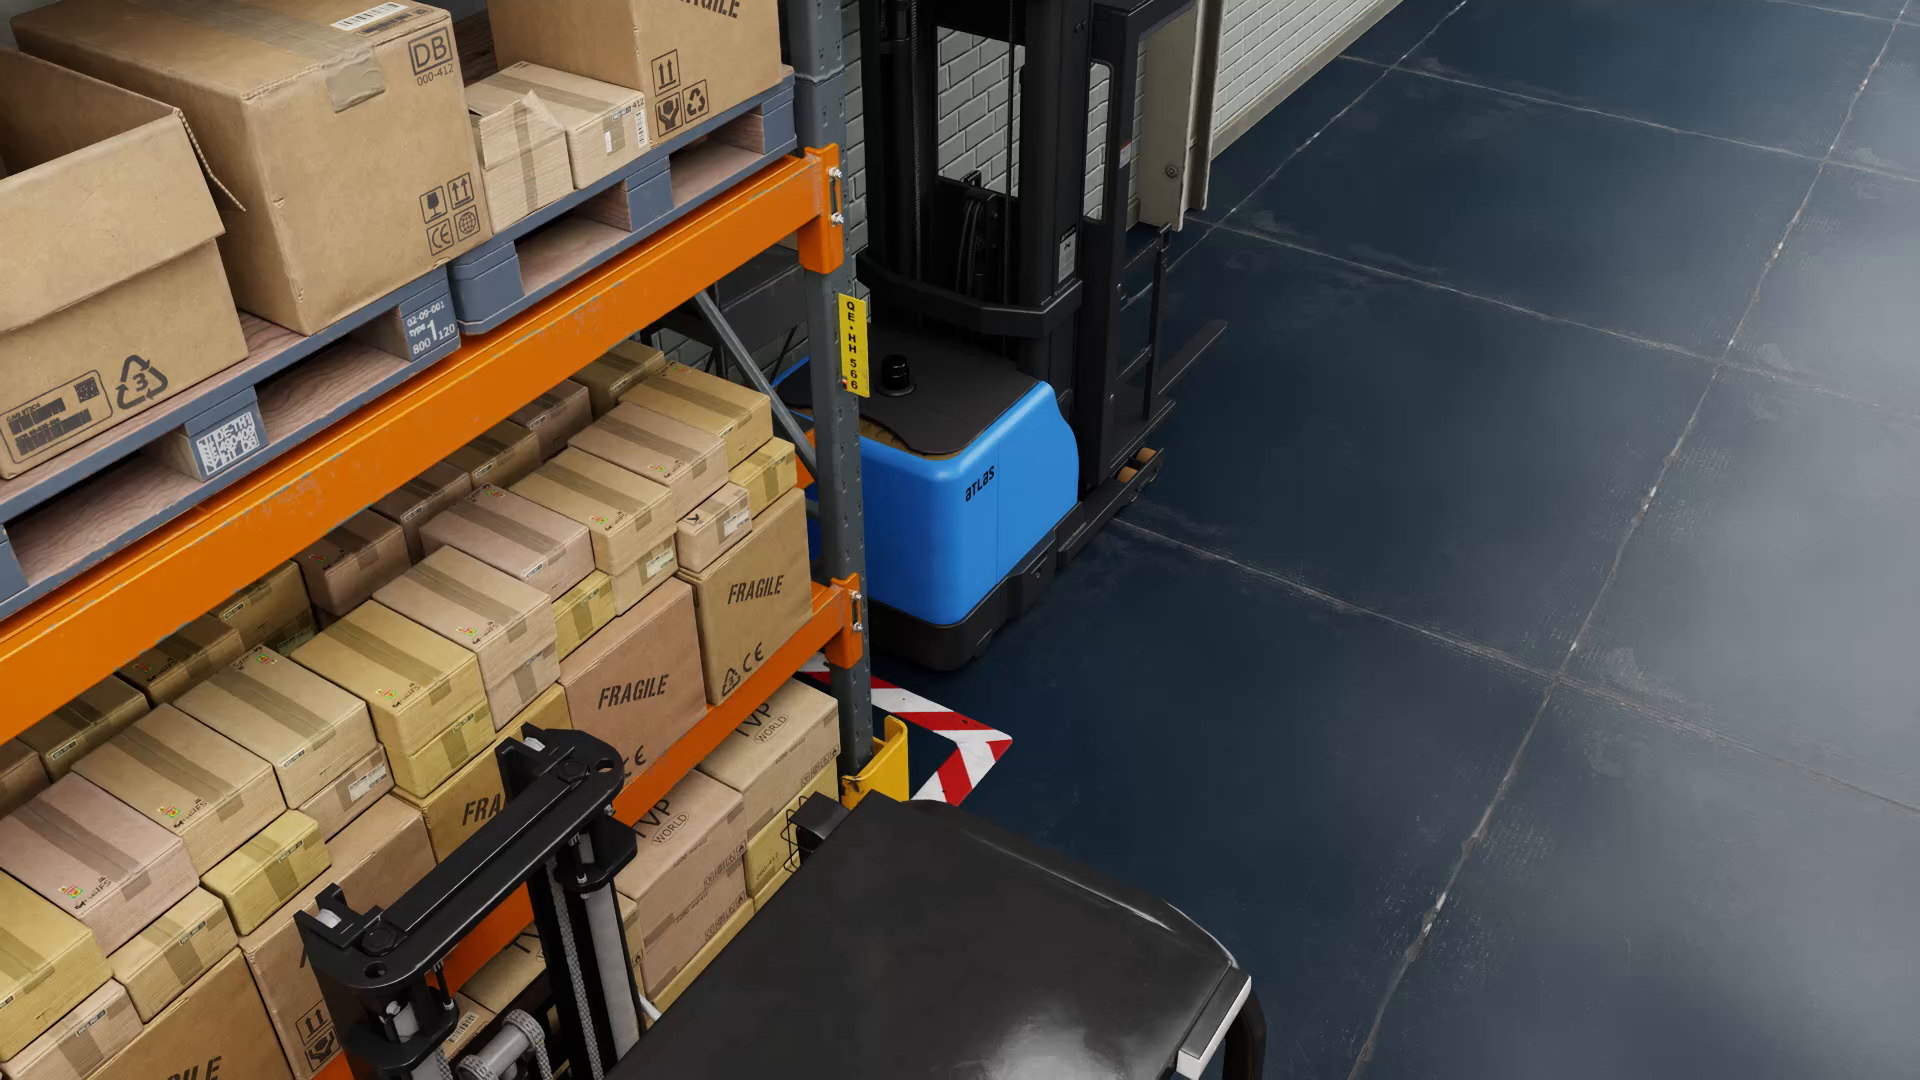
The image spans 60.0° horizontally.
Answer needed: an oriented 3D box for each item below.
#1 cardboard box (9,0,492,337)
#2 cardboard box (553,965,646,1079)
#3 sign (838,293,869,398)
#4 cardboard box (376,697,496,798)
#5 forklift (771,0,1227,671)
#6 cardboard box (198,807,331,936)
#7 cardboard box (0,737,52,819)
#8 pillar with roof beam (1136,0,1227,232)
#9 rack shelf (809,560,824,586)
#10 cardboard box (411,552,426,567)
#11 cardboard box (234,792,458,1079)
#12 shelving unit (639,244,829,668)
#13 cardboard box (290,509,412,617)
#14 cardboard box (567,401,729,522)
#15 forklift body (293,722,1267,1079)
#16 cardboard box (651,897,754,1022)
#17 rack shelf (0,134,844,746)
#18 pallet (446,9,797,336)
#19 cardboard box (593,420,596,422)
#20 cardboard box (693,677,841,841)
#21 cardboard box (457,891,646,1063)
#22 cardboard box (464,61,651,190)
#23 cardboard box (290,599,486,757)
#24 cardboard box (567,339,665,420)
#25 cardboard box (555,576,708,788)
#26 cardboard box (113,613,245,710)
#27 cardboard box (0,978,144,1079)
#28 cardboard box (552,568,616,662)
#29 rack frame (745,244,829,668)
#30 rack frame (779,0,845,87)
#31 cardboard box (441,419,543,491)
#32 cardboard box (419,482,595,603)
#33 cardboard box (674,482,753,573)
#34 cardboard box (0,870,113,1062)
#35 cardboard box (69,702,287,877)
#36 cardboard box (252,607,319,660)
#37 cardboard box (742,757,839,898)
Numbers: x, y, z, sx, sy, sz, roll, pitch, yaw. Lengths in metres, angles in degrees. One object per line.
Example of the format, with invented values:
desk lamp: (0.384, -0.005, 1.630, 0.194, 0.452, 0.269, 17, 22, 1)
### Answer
cardboard box: (-1.430, -0.833, 3.409, 0.700, 0.500, 0.500, 21, 43, 25)
cardboard box: (-1.298, 1.403, 4.971, 0.500, 0.250, 0.500, 20, 42, 24)
sign: (-0.314, -0.570, 4.890, 0.100, 0.325, 0.005, 21, 42, 25)
cardboard box: (-1.381, 0.441, 4.108, 0.380, 0.149, 0.250, 21, 43, 25)
forklift: (0.337, -1.484, 7.275, 1.130, 2.935, 3.031, 21, 42, 25)
cardboard box: (-1.670, 0.694, 3.779, 0.380, 0.149, 0.250, 20, 42, 24)
cardboard box: (-2.279, 0.532, 3.746, 0.380, 0.149, 0.250, 21, 42, 25)
pillar with roof beam: (4.950, -4.199, 5.827, 9.100, 9.000, 0.400, 21, 42, 25)
rack shelf: (-0.814, 0.339, 6.759, 0.431, 0.518, 0.480, 25, 44, 28)
cardboard box: (-1.580, -0.014, 4.698, 0.380, 0.149, 0.250, 20, 42, 24)
cardboard box: (-1.627, 0.889, 4.058, 0.500, 0.500, 0.500, 21, 43, 25)
shelving unit: (-0.814, -0.226, 6.323, 0.431, 2.100, 0.503, 25, 44, 28)
cardboard box: (-1.689, 0.018, 4.413, 0.380, 0.149, 0.250, 23, 43, 26)
cardboard box: (-0.885, -0.226, 4.729, 0.380, 0.149, 0.250, 21, 42, 25)
forklift body: (-0.241, 1.708, 3.773, 2.313, 2.155, 1.214, 21, 42, 25)
cardboard box: (-1.024, 1.319, 5.490, 0.500, 0.250, 0.500, 21, 42, 25)
rack shelf: (-1.837, -0.074, 3.522, 1.077, 0.370, 4.000, 21, 42, 25)
pallet: (-1.166, -0.999, 4.205, 1.003, 0.211, 1.213, 21, 42, 25)
cardboard box: (-1.166, -0.409, 5.210, 0.380, 0.149, 0.250, 20, 42, 24)
cardboard box: (-0.748, 0.664, 5.521, 0.500, 0.250, 0.500, 23, 43, 27)
cardboard box: (-1.279, 1.192, 4.836, 0.500, 0.250, 0.500, 22, 43, 26)
cardboard box: (-0.953, -0.970, 3.875, 0.380, 0.149, 0.250, 20, 42, 24)
cardboard box: (-1.378, 0.328, 4.011, 0.380, 0.149, 0.250, 22, 43, 26)
cardboard box: (-1.125, -0.513, 5.102, 0.380, 0.149, 0.250, 20, 42, 24)
cardboard box: (-1.093, 0.362, 4.742, 0.500, 0.500, 0.500, 23, 43, 26)
cardboard box: (-1.978, 0.275, 4.080, 0.380, 0.149, 0.250, 21, 42, 25)
cardboard box: (-1.925, 0.970, 3.422, 0.380, 0.149, 0.250, 21, 42, 25)
cardboard box: (-1.159, 0.151, 4.484, 0.380, 0.149, 0.250, 21, 42, 25)
rack frame: (-0.667, -0.345, 6.478, 0.400, 2.100, 0.015, 25, 44, 28)
rack frame: (-0.765, -2.578, 3.724, 1.000, 3.000, 0.127, 21, 42, 25)
cardboard box: (-1.424, -0.249, 4.759, 0.380, 0.149, 0.250, 22, 43, 26)
cardboard box: (-1.198, 0.022, 4.408, 0.380, 0.149, 0.250, 21, 43, 25)
cardboard box: (-0.826, -0.087, 4.793, 0.380, 0.149, 0.250, 22, 43, 26)
cardboard box: (-1.953, 0.838, 3.350, 0.380, 0.149, 0.250, 21, 42, 24)
cardboard box: (-1.745, 0.554, 3.718, 0.380, 0.149, 0.250, 21, 42, 25)
cardboard box: (-1.915, 0.231, 4.381, 0.380, 0.149, 0.250, 23, 43, 27)
cardboard box: (-0.762, 0.875, 5.656, 0.500, 0.250, 0.500, 21, 42, 25)
